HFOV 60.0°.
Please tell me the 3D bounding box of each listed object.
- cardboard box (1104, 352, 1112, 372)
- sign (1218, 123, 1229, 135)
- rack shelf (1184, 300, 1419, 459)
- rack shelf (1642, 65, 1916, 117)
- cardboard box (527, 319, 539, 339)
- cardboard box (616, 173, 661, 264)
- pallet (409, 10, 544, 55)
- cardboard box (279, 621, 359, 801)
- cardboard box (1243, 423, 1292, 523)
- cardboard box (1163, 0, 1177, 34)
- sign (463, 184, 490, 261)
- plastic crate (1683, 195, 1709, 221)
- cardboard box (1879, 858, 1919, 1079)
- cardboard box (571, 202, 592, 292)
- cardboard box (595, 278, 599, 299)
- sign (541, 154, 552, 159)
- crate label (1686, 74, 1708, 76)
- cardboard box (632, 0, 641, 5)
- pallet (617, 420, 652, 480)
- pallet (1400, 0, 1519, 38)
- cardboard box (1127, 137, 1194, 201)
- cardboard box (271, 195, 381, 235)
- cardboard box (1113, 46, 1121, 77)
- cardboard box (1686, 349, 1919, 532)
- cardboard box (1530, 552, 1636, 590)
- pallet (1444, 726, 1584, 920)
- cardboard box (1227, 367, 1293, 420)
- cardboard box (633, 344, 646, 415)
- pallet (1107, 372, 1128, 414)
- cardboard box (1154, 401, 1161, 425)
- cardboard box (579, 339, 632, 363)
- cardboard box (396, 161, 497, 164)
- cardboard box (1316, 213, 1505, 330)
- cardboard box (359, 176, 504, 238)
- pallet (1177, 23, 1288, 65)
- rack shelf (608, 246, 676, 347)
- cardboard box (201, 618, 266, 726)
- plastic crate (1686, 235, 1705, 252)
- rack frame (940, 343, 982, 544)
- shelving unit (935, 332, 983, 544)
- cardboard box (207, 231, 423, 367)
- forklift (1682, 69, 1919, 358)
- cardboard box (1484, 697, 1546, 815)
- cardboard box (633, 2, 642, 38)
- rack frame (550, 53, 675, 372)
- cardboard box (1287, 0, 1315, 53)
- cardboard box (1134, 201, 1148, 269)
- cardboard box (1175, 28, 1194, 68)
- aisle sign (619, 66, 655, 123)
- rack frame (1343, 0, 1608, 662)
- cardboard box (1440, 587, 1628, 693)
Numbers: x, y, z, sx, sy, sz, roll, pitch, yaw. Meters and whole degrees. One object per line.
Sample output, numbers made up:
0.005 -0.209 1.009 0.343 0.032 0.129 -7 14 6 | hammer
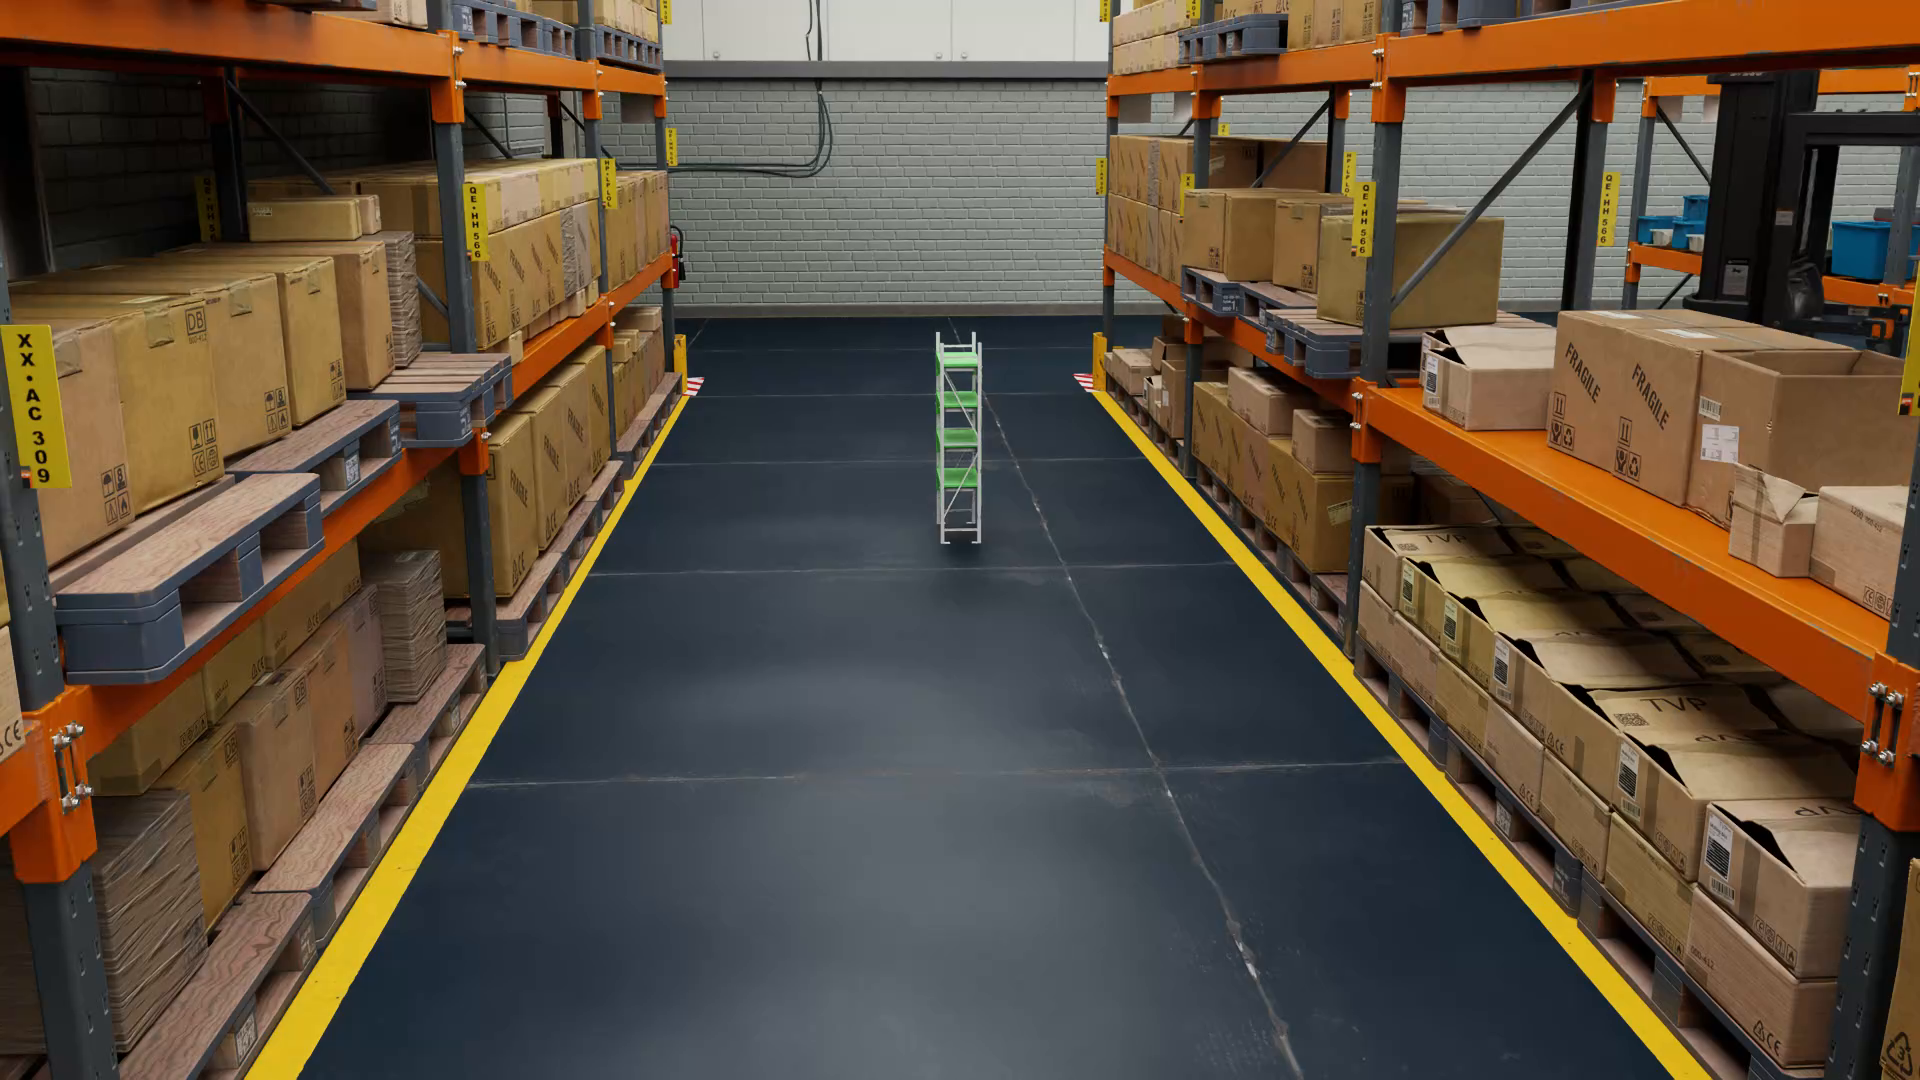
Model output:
1.514 -1.617 15.129 0.380 0.149 0.250 -1 14 -3 | cardboard box
2.386 -3.611 15.084 0.100 0.325 0.005 -1 14 -3 | sign
2.203 -1.053 9.544 1.077 0.370 4.000 -1 14 -3 | rack shelf
6.899 -3.576 13.330 1.077 0.370 4.000 -1 14 -3 | rack shelf
-2.513 -1.182 9.063 0.380 0.149 0.250 -1 14 -3 | cardboard box
-3.015 -2.654 13.721 0.980 0.700 0.700 -1 14 -4 | cardboard box
-2.783 -2.626 8.570 1.003 0.211 1.213 0 14 -1 | pallet
-2.546 0.602 5.801 0.700 0.500 0.500 -1 14 -4 | cardboard box
1.964 -0.395 9.675 0.500 0.500 0.500 -1 14 -6 | cardboard box
1.750 -3.762 11.907 0.500 0.250 0.500 -1 14 -3 | cardboard box
-2.076 -1.360 7.128 0.100 0.325 0.005 -1 14 -3 | sign
6.982 -2.935 15.223 0.616 0.435 0.499 -1 14 -3 | plastic crate
2.291 0.976 3.385 0.500 0.500 0.500 -1 14 -3 | cardboard box
-2.544 -1.786 10.111 0.500 0.500 0.500 -1 14 -3 | cardboard box
-2.562 -1.630 10.806 0.380 0.149 0.250 -1 14 -3 | cardboard box
-3.667 -3.267 14.808 0.100 0.325 0.005 -1 14 -3 | sign
6.510 -4.116 14.281 0.408 0.251 0.502 -1 14 -3 | crate label
-2.735 -4.379 12.761 0.500 0.500 0.500 -2 15 -6 | cardboard box
-2.834 -0.662 12.174 1.003 0.211 1.213 -1 14 -3 | pallet
2.458 -2.098 6.520 1.213 0.211 1.003 0 14 -1 | pallet
1.661 -3.058 13.683 0.500 0.500 0.500 -1 14 -3 | cardboard box
-2.566 -1.317 6.741 0.380 0.149 0.250 -3 15 -11 | cardboard box
1.609 -4.142 14.387 0.500 0.250 0.500 -1 14 -3 | cardboard box
2.510 -0.280 4.895 0.500 0.500 0.500 0 14 1 | cardboard box
2.643 0.208 6.748 0.500 0.311 0.500 -1 14 -4 | cardboard box
2.411 0.954 5.894 1.003 0.211 1.213 -1 14 -3 | pallet
1.927 -0.892 10.102 0.500 0.250 0.500 -1 14 -3 | cardboard box
-2.867 -1.255 13.057 0.700 0.500 0.500 -1 14 -2 | cardboard box
1.886 -1.326 14.758 1.003 0.211 1.213 -1 14 -3 | pallet
1.677 -0.961 12.581 0.380 0.149 0.250 -1 14 -3 | cardboard box
-2.648 -1.404 12.336 0.380 0.149 0.250 0 14 -2 | cardboard box
-3.058 -2.139 9.976 0.500 0.250 0.500 -1 14 -3 | cardboard box
2.175 -1.311 8.058 0.700 0.500 0.500 -6 16 -22 | cardboard box
-2.390 -1.516 7.557 0.500 0.250 0.500 -1 14 -2 | cardboard box
2.049 -3.097 10.403 1.213 0.211 1.003 -1 14 -3 | pallet
-2.989 -1.971 13.110 1.077 0.370 4.000 -1 14 -3 | rack shelf
-2.499 0.381 5.156 0.500 0.250 0.500 -1 14 -5 | cardboard box
6.441 -2.555 14.344 0.250 0.136 0.298 -1 14 -3 | plastic crate
0.005 -0.562 9.801 0.240 1.200 0.015 -1 14 -3 | rack frame
-0.010 -0.622 10.037 0.258 1.200 0.503 -1 14 -3 | shelving unit
-2.578 -0.972 6.699 0.700 0.500 0.500 -3 15 -10 | cardboard box
5.257 -1.485 9.917 3.031 2.935 1.130 11 18 35 | forklift
2.167 0.740 5.804 0.500 0.250 0.500 -1 14 -2 | cardboard box
-2.732 -4.012 12.836 0.500 0.250 0.500 -1 14 -5 | cardboard box
-3.113 -2.816 14.953 1.000 3.000 0.127 -1 14 -3 | rack frame
2.202 -2.770 8.550 0.910 0.500 0.500 -1 14 -3 | cardboard box
1.690 -2.450 13.330 0.500 0.500 0.500 -1 14 -3 | cardboard box
1.783 -3.396 11.487 0.500 0.250 0.500 -1 14 -3 | cardboard box
-2.818 -4.098 14.717 0.394 0.787 0.004 -1 14 -3 | aisle sign
2.326 -0.904 7.521 1.000 3.000 0.127 -1 14 -3 | rack frame
2.136 0.345 6.217 0.500 0.311 0.500 -1 14 -5 | cardboard box
